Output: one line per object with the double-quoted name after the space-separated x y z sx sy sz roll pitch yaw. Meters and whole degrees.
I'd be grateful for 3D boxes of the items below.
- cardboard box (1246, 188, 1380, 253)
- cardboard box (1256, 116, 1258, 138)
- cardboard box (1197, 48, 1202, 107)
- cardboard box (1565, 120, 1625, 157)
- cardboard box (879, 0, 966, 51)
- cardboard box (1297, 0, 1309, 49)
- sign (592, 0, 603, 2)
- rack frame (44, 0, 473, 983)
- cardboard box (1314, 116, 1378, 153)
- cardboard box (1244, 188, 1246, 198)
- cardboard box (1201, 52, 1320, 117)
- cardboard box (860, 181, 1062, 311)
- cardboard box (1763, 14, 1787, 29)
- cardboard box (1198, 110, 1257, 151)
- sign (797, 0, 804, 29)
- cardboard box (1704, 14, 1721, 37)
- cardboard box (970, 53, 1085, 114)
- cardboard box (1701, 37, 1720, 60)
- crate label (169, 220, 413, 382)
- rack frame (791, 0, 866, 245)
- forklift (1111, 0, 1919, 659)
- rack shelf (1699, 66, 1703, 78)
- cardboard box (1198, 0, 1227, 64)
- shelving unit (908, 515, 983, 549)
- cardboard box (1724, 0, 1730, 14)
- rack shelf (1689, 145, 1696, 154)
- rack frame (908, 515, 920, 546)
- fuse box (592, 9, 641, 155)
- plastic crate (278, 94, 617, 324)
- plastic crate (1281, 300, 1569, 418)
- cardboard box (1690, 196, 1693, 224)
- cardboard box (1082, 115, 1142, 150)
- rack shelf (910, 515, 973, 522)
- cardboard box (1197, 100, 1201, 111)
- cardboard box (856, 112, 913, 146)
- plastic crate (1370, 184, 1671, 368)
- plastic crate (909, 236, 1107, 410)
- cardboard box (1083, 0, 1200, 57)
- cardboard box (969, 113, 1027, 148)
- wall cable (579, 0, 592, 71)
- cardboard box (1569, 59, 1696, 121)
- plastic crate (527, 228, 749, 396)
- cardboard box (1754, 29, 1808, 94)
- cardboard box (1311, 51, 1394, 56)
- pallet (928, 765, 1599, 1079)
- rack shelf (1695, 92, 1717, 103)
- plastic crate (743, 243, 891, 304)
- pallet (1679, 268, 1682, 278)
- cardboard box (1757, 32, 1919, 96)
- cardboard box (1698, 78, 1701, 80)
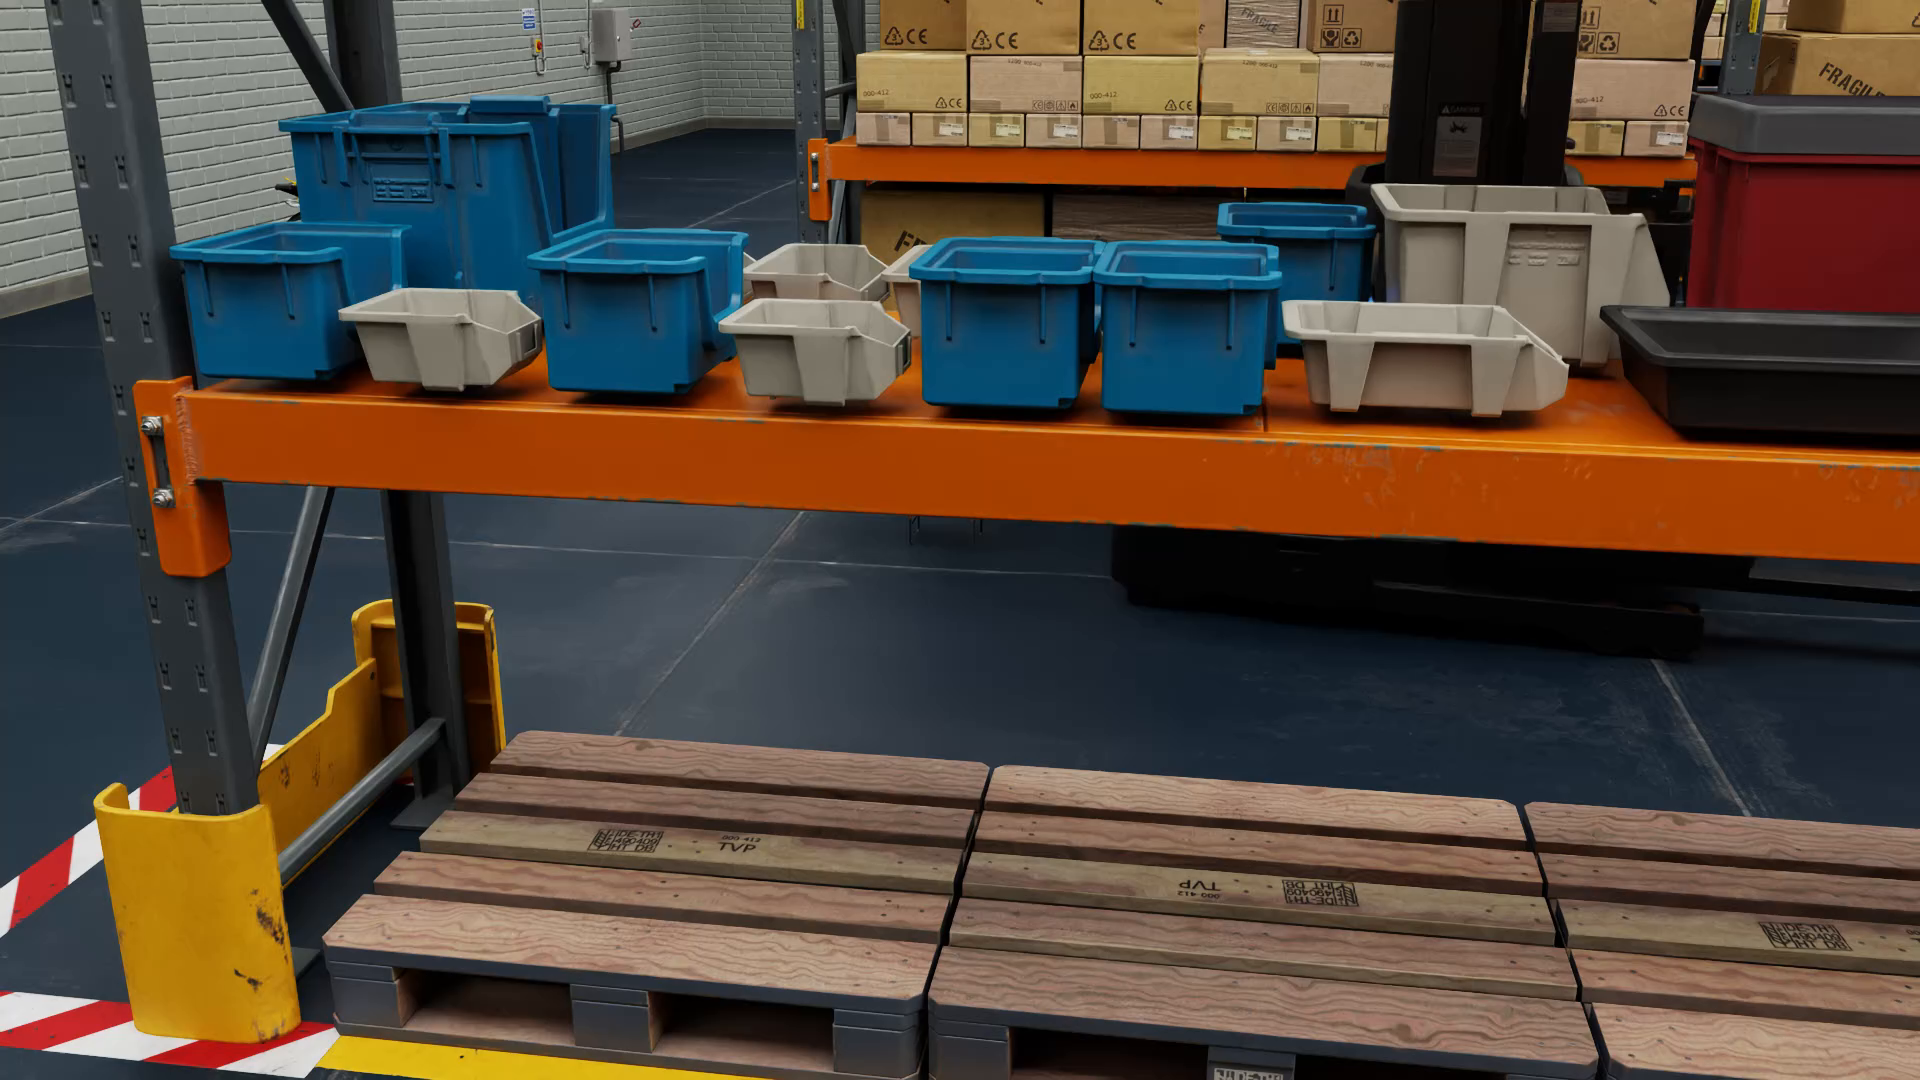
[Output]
1.805 -1.256 8.017 0.875 0.875 0.875 3 19 9 "cardboard box"
1.554 -2.039 8.066 0.250 0.149 0.380 2 19 7 "cardboard box"
0.907 -2.240 8.038 0.500 0.250 0.500 2 19 7 "cardboard box"
2.725 -1.768 7.255 0.250 0.149 0.380 3 19 10 "cardboard box"
-0.094 -2.646 8.069 0.500 0.500 0.500 3 19 9 "cardboard box"
2.693 -3.686 11.966 0.500 0.500 0.500 3 19 8 "cardboard box"
-4.352 -6.579 19.937 0.001 0.242 0.339 3 19 9 "sign"
-1.403 -0.611 3.401 0.127 3.000 1.000 3 19 9 "rack frame"
1.711 -1.819 7.409 0.250 0.149 0.380 3 19 8 "cardboard box"
2.036 -2.648 12.383 0.250 0.149 0.380 3 19 9 "cardboard box"
1.340 -2.049 7.466 0.500 0.250 0.500 3 19 8 "cardboard box"
0.028 -1.347 8.288 0.875 0.875 0.875 3 19 9 "cardboard box"
5.569 -3.516 11.350 0.250 0.149 0.380 4 19 11 "cardboard box"
1.200 -1.845 7.486 0.250 0.149 0.380 2 19 7 "cardboard box"
-0.711 -2.437 7.370 0.005 0.325 0.100 3 19 9 "sign"
5.046 -3.542 11.427 0.250 0.149 0.380 3 19 10 "cardboard box"
0.328 -2.100 7.618 0.500 0.250 0.500 3 19 8 "cardboard box"
5.056 -3.400 11.472 0.250 0.149 0.380 3 19 9 "cardboard box"
-1.211 -0.444 3.073 0.303 0.233 0.416 3 19 9 "crate label"
-0.617 -2.162 8.039 0.127 3.000 1.000 3 19 9 "rack frame"
2.093 -1.205 5.287 3.031 2.935 1.130 5 19 15 "forklift"
6.879 -4.624 16.529 4.000 0.370 1.077 3 19 9 "rack shelf"
1.683 -3.743 12.136 0.500 0.500 0.500 3 19 9 "cardboard box"
-0.053 -0.501 6.145 0.252 1.050 0.215 3 19 9 "shelving unit"
5.310 -3.669 11.338 0.250 0.149 0.380 3 19 8 "cardboard box"
5.307 -1.519 7.250 4.000 0.370 1.077 3 19 9 "rack shelf"
-0.173 -0.507 6.163 0.008 1.050 0.200 3 19 9 "rack frame"
-4.139 -5.583 20.293 0.414 1.711 0.539 3 19 9 "fuse box"
-1.042 -0.698 3.511 0.499 0.435 0.616 3 19 9 "plastic crate"
0.780 -0.306 2.812 0.466 0.136 0.293 3 19 9 "plastic crate"
5.429 -2.377 11.959 0.500 0.500 0.500 4 19 11 "cardboard box"
0.696 -1.871 7.563 0.250 0.149 0.380 3 19 8 "cardboard box"
-0.053 -0.227 6.236 0.240 0.259 0.215 3 19 9 "rack shelf"
1.052 -2.065 8.143 0.250 0.149 0.380 3 19 9 "cardboard box"
-0.319 -1.922 7.716 0.250 0.149 0.380 3 19 9 "cardboard box"
1.068 -0.516 3.211 0.530 0.282 0.437 3 19 9 "plastic crate"
0.089 -0.378 2.875 0.300 0.233 0.416 3 19 9 "plastic crate"
0.820 -2.430 7.424 0.500 0.500 0.500 2 19 7 "cardboard box"
0.188 -1.897 7.641 0.250 0.149 0.380 2 19 7 "cardboard box"
-4.403 -6.470 19.312 0.122 1.984 0.588 3 19 9 "wall cable"
2.855 -1.971 7.234 0.500 0.250 0.500 3 19 8 "cardboard box"
-0.561 -0.411 2.974 0.300 0.233 0.416 3 19 9 "plastic crate"
3.838 -2.071 7.607 0.500 0.500 0.500 3 19 9 "cardboard box"
1.907 -2.188 7.882 0.500 0.250 0.500 3 19 10 "cardboard box"
0.607 0.827 3.498 1.213 0.211 1.003 3 19 9 "pallet"
6.194 -3.068 11.879 4.000 0.370 1.077 3 19 9 "rack shelf"
-0.285 -0.511 3.423 0.243 0.136 0.396 3 19 9 "plastic crate"
4.988 -2.149 12.393 1.213 0.211 1.003 3 19 9 "pallet"
3.747 -1.907 7.118 0.500 0.500 0.500 3 19 9 "cardboard box"
7.305 -4.163 16.705 0.875 0.875 0.875 3 19 9 "cardboard box"
